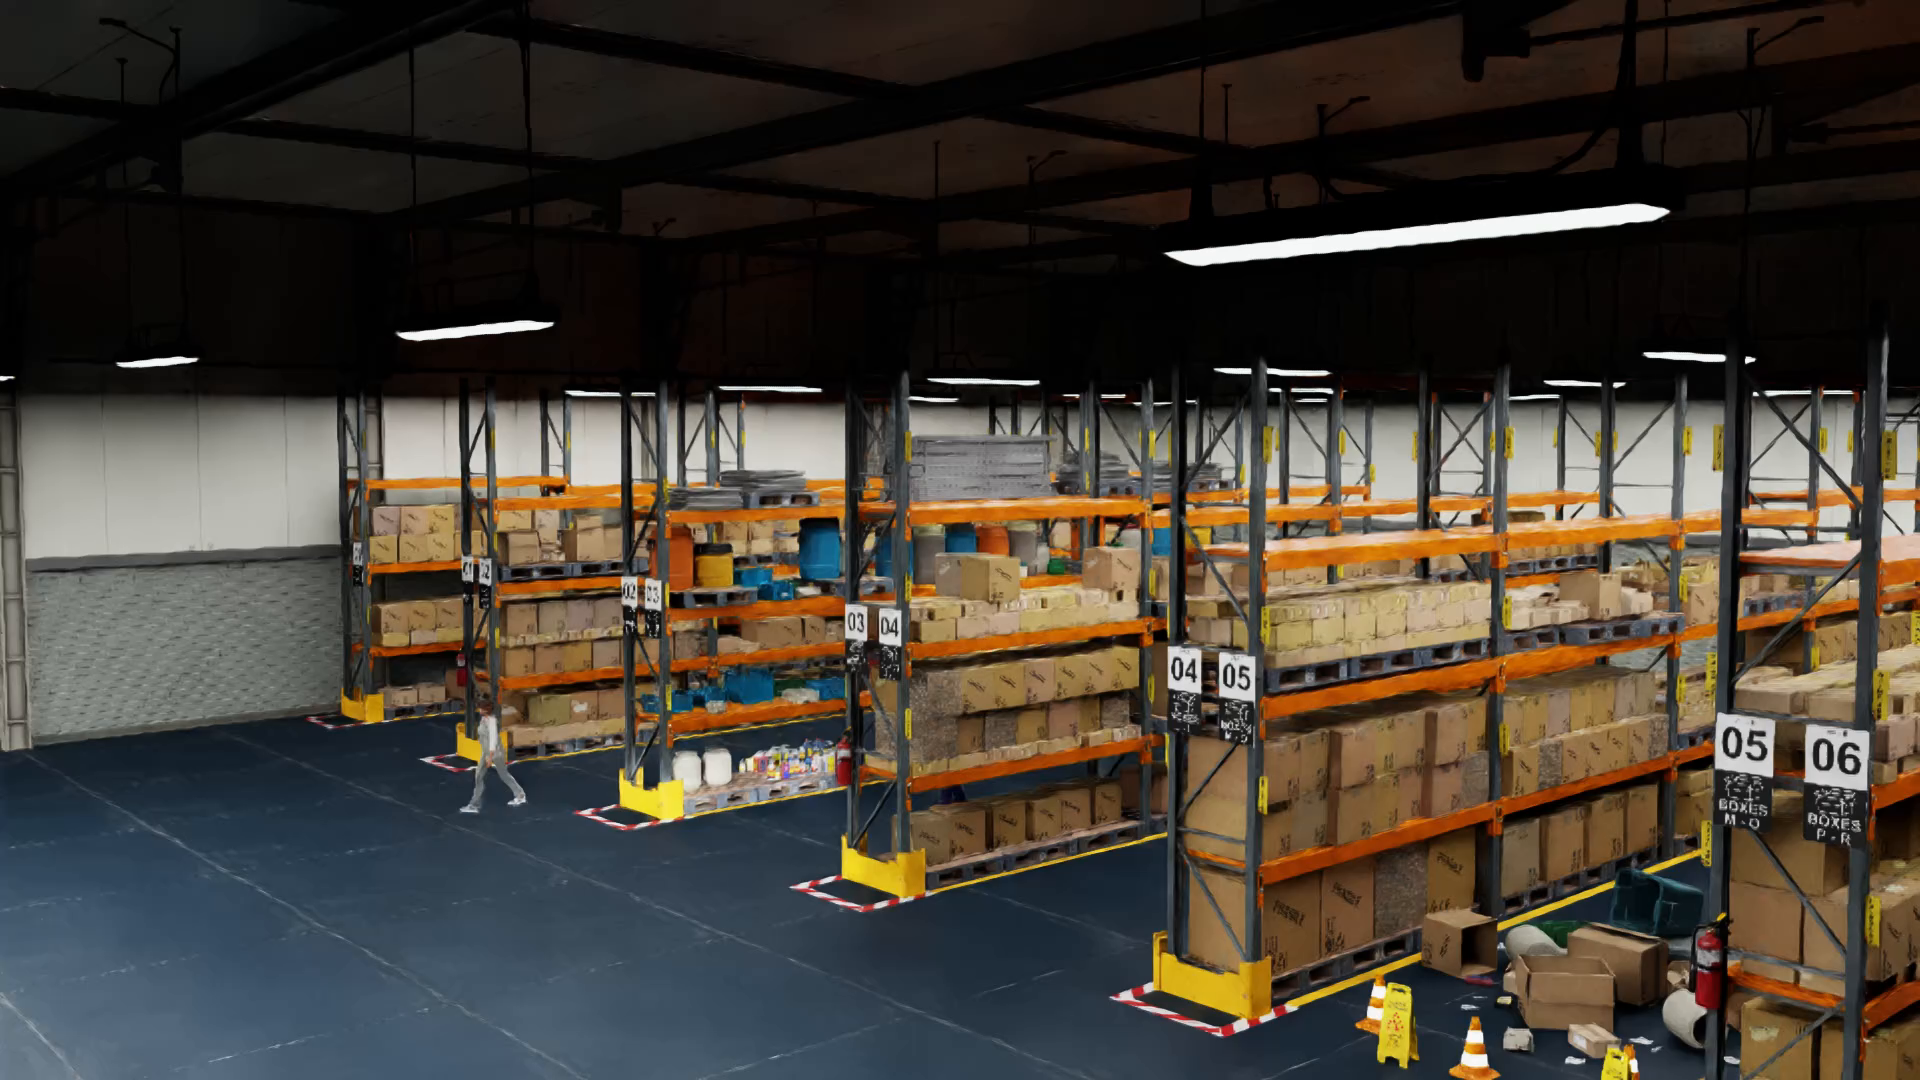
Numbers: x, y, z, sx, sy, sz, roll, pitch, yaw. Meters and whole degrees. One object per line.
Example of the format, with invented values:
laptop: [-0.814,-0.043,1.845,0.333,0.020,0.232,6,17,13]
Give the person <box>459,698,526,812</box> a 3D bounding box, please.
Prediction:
person: [-6.332,2.905,22.552,0.948,1.540,0.430,-3,5,-43]

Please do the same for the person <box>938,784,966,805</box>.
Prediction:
person: [-0.199,2.881,22.513,0.478,1.575,1.000,3,5,40]
